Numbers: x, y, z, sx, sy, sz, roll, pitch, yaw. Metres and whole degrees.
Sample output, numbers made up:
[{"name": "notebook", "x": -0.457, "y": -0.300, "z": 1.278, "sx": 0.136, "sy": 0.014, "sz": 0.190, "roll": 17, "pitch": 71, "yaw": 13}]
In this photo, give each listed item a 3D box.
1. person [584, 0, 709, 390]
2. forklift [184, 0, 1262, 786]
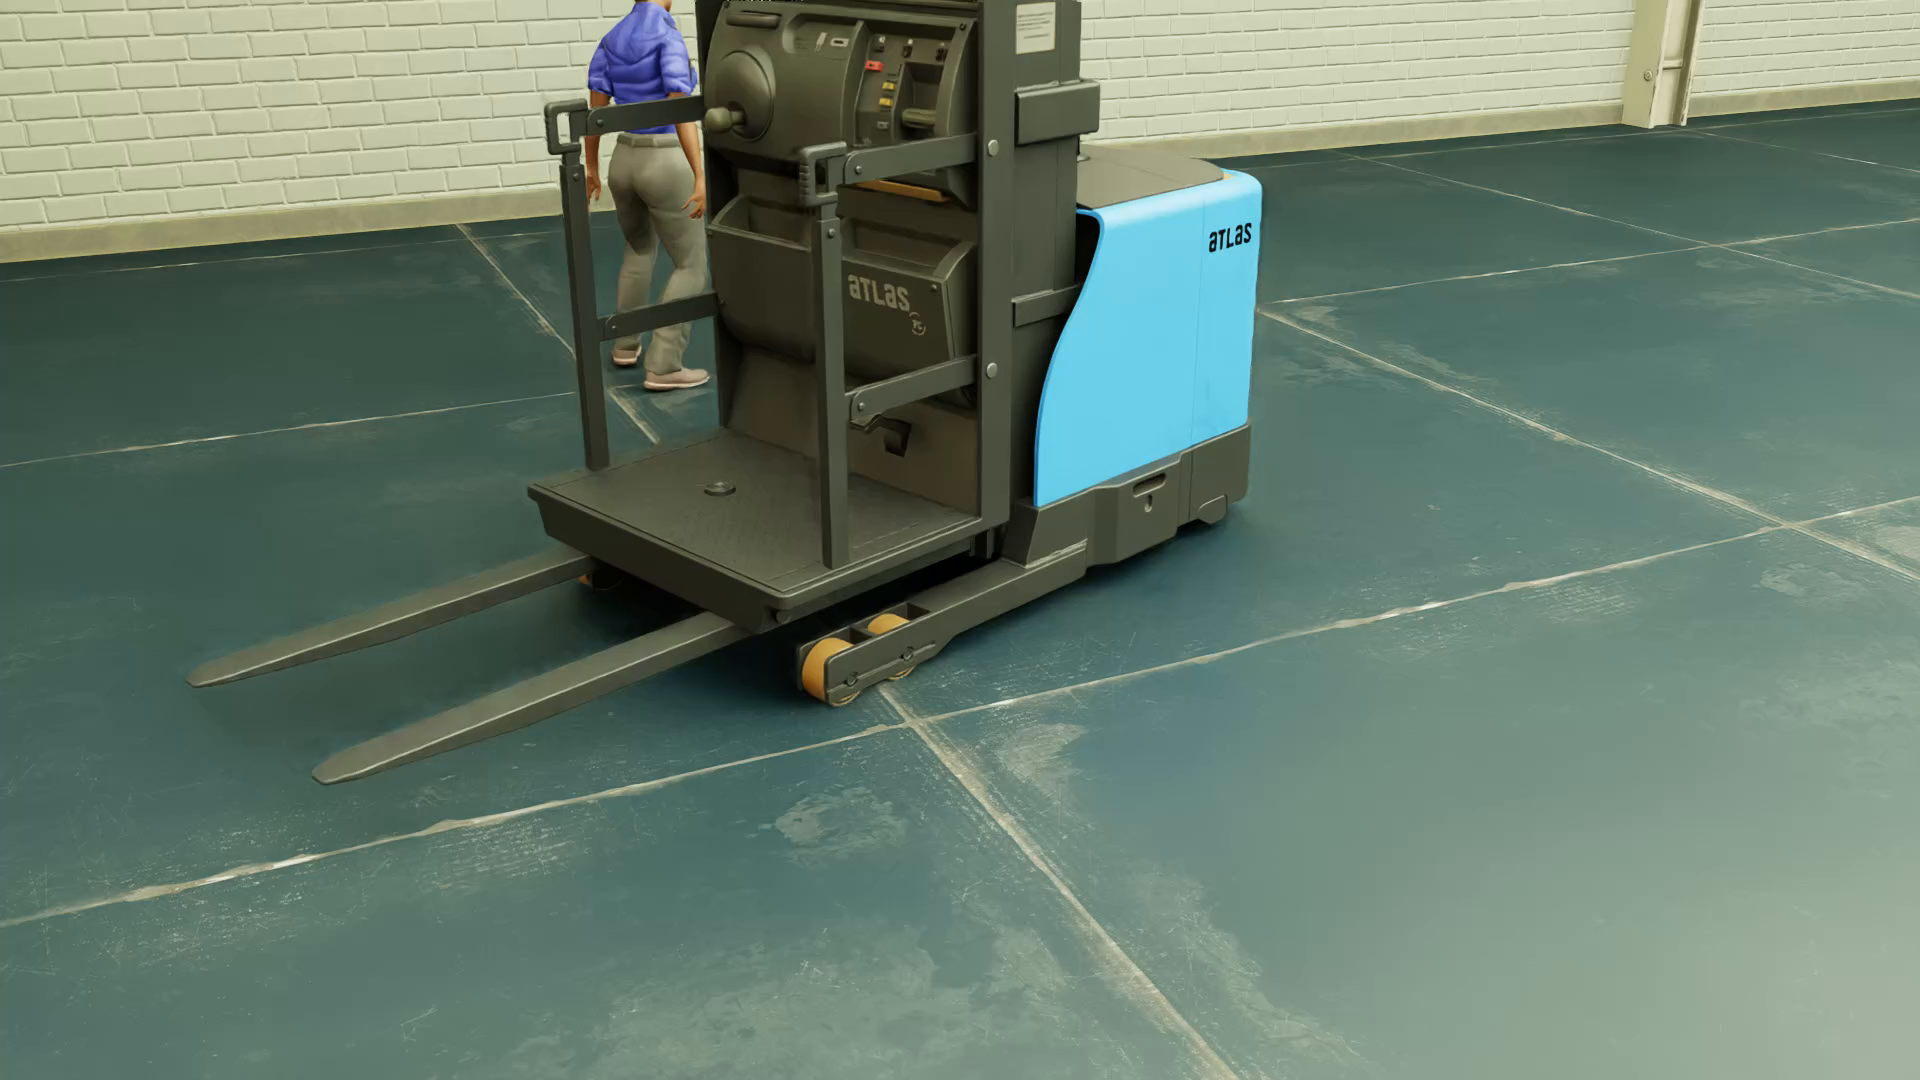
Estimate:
[{"name": "person", "x": -1.203, "y": -1.406, "z": 6.405, "sx": 0.794, "sy": 1.626, "sz": 0.393, "roll": 18, "pitch": 28, "yaw": 36}, {"name": "forklift", "x": -0.473, "y": -1.164, "z": 4.089, "sx": 1.130, "sy": 2.935, "sz": 3.031, "roll": 20, "pitch": 30, "yaw": 40}]
